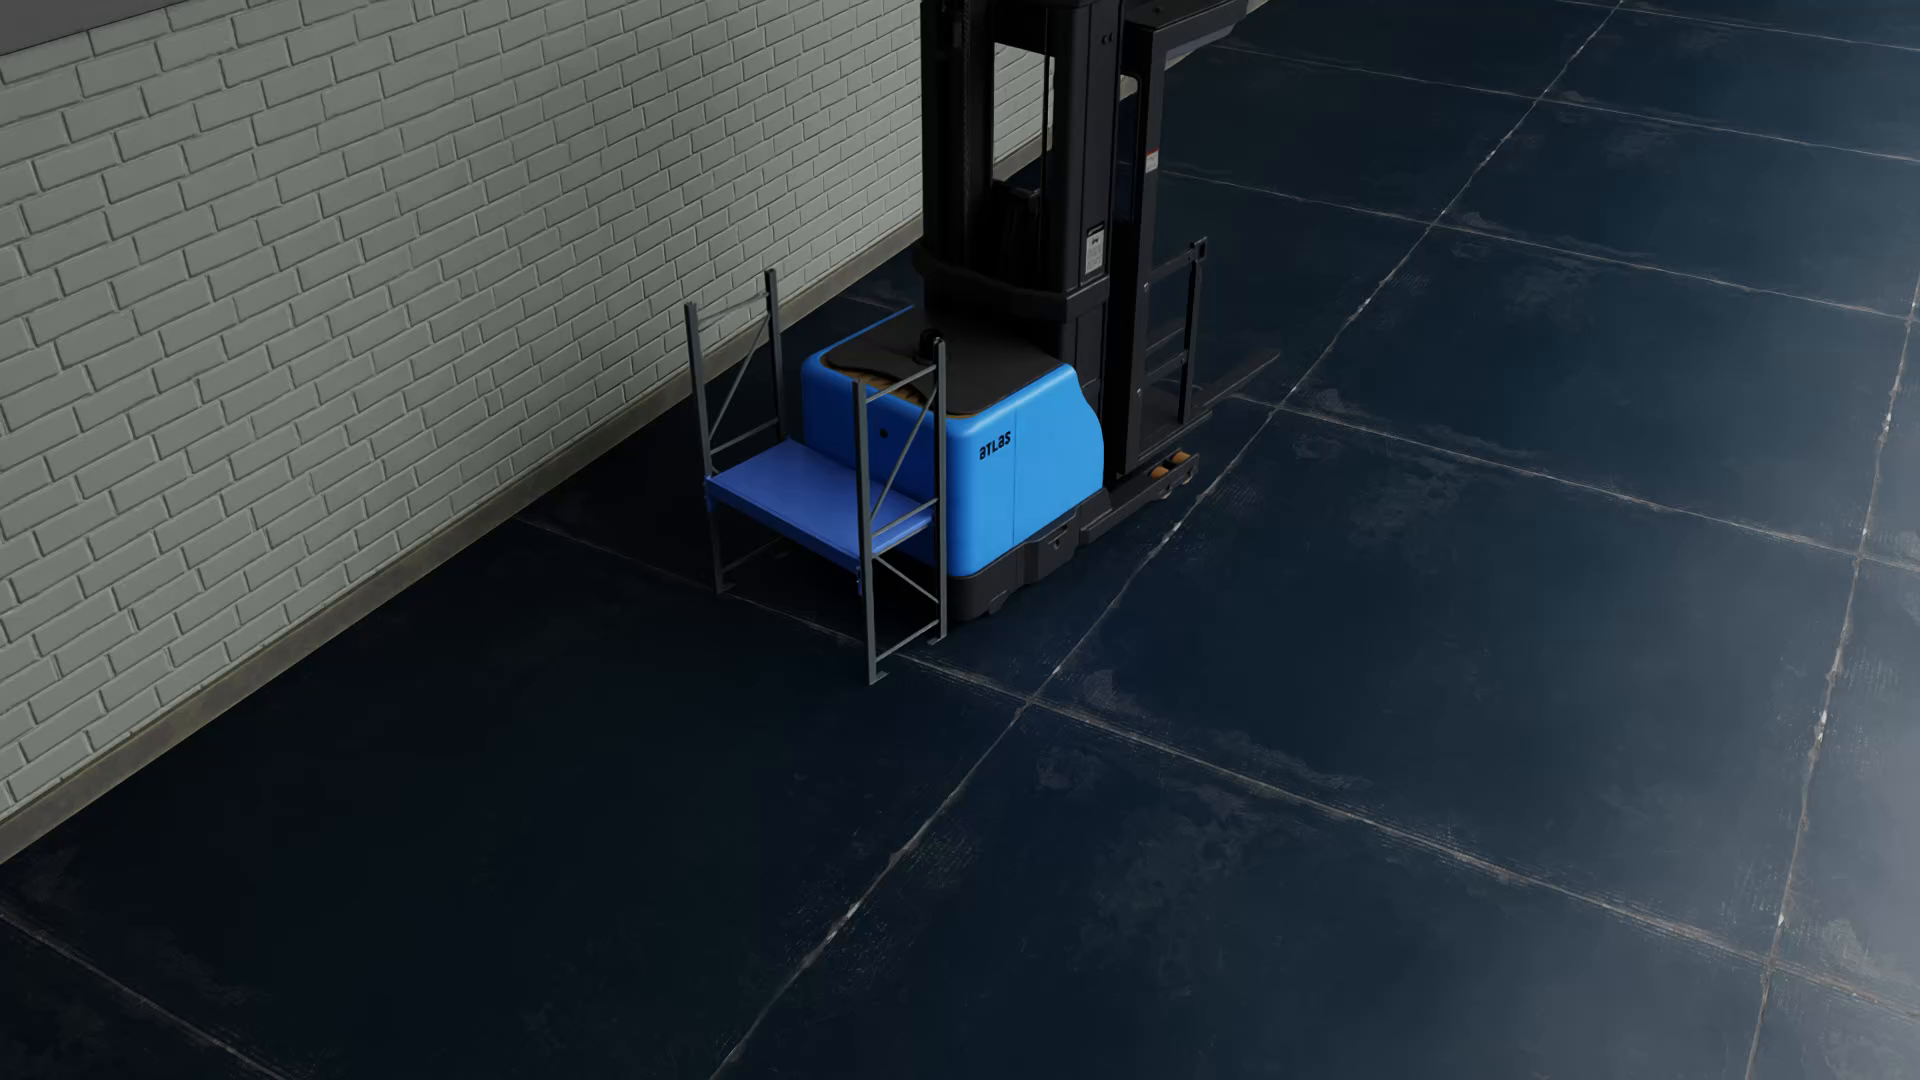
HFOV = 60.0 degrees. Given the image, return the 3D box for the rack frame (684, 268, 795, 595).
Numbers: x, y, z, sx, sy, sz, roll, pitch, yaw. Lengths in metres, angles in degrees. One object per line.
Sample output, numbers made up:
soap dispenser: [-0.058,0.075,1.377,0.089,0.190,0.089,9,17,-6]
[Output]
rack frame: [-0.990,-0.470,7.603,0.032,1.500,0.500,27,42,34]

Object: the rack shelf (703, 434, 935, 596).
rack shelf: [-0.615,-0.131,7.418,1.000,0.185,0.538,27,42,34]

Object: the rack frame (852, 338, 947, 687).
rack frame: [-0.240,-0.090,7.033,0.032,1.500,0.500,27,42,34]

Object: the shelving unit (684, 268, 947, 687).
shelving unit: [-0.615,-0.280,7.318,1.048,1.500,0.538,27,42,34]

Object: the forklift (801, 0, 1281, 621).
forklift: [0.596,-1.592,7.996,1.130,2.935,3.031,25,41,33]
